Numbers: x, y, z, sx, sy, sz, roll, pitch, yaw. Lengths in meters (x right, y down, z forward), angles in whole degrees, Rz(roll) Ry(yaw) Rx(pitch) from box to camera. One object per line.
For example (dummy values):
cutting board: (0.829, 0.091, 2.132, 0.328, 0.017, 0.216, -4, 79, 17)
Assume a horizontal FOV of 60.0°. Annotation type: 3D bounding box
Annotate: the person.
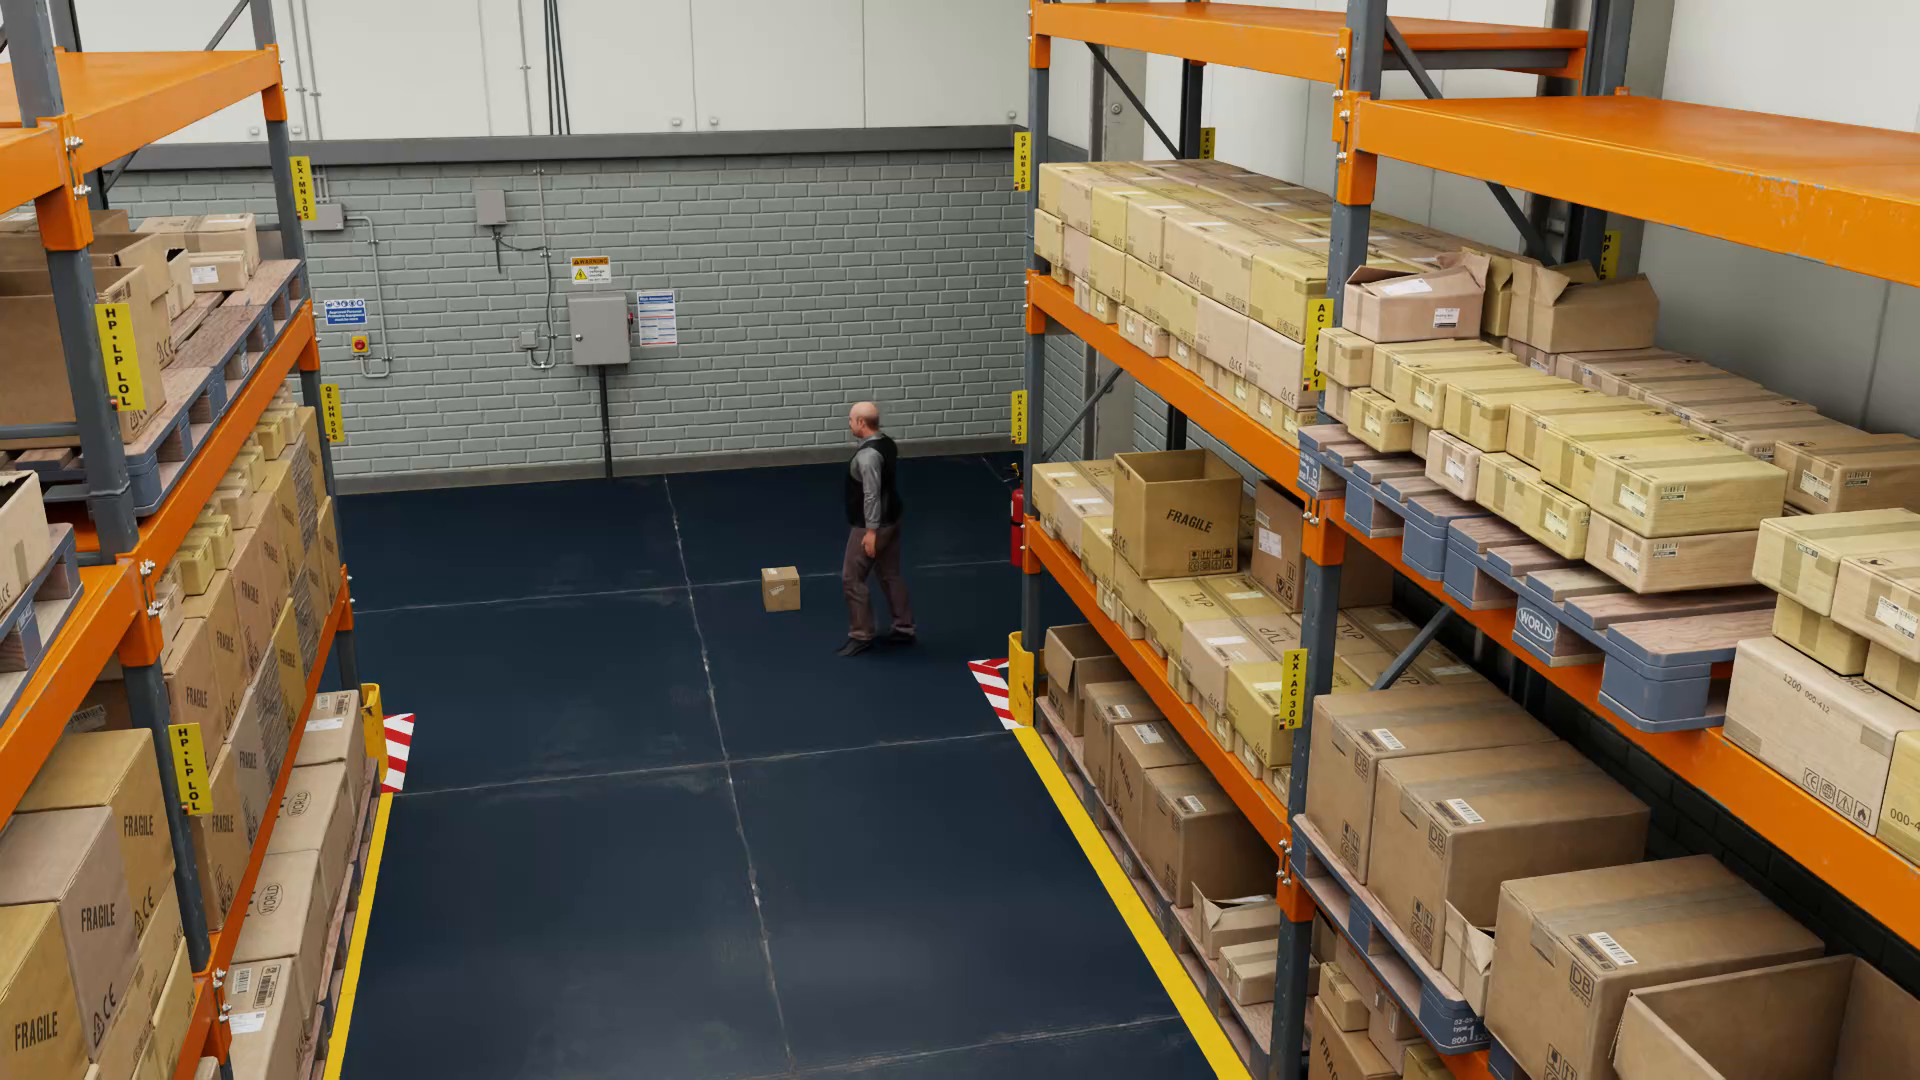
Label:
person: (-0.558, -0.070, 11.337, 0.524, 1.758, 0.576, 6, 20, 16)
